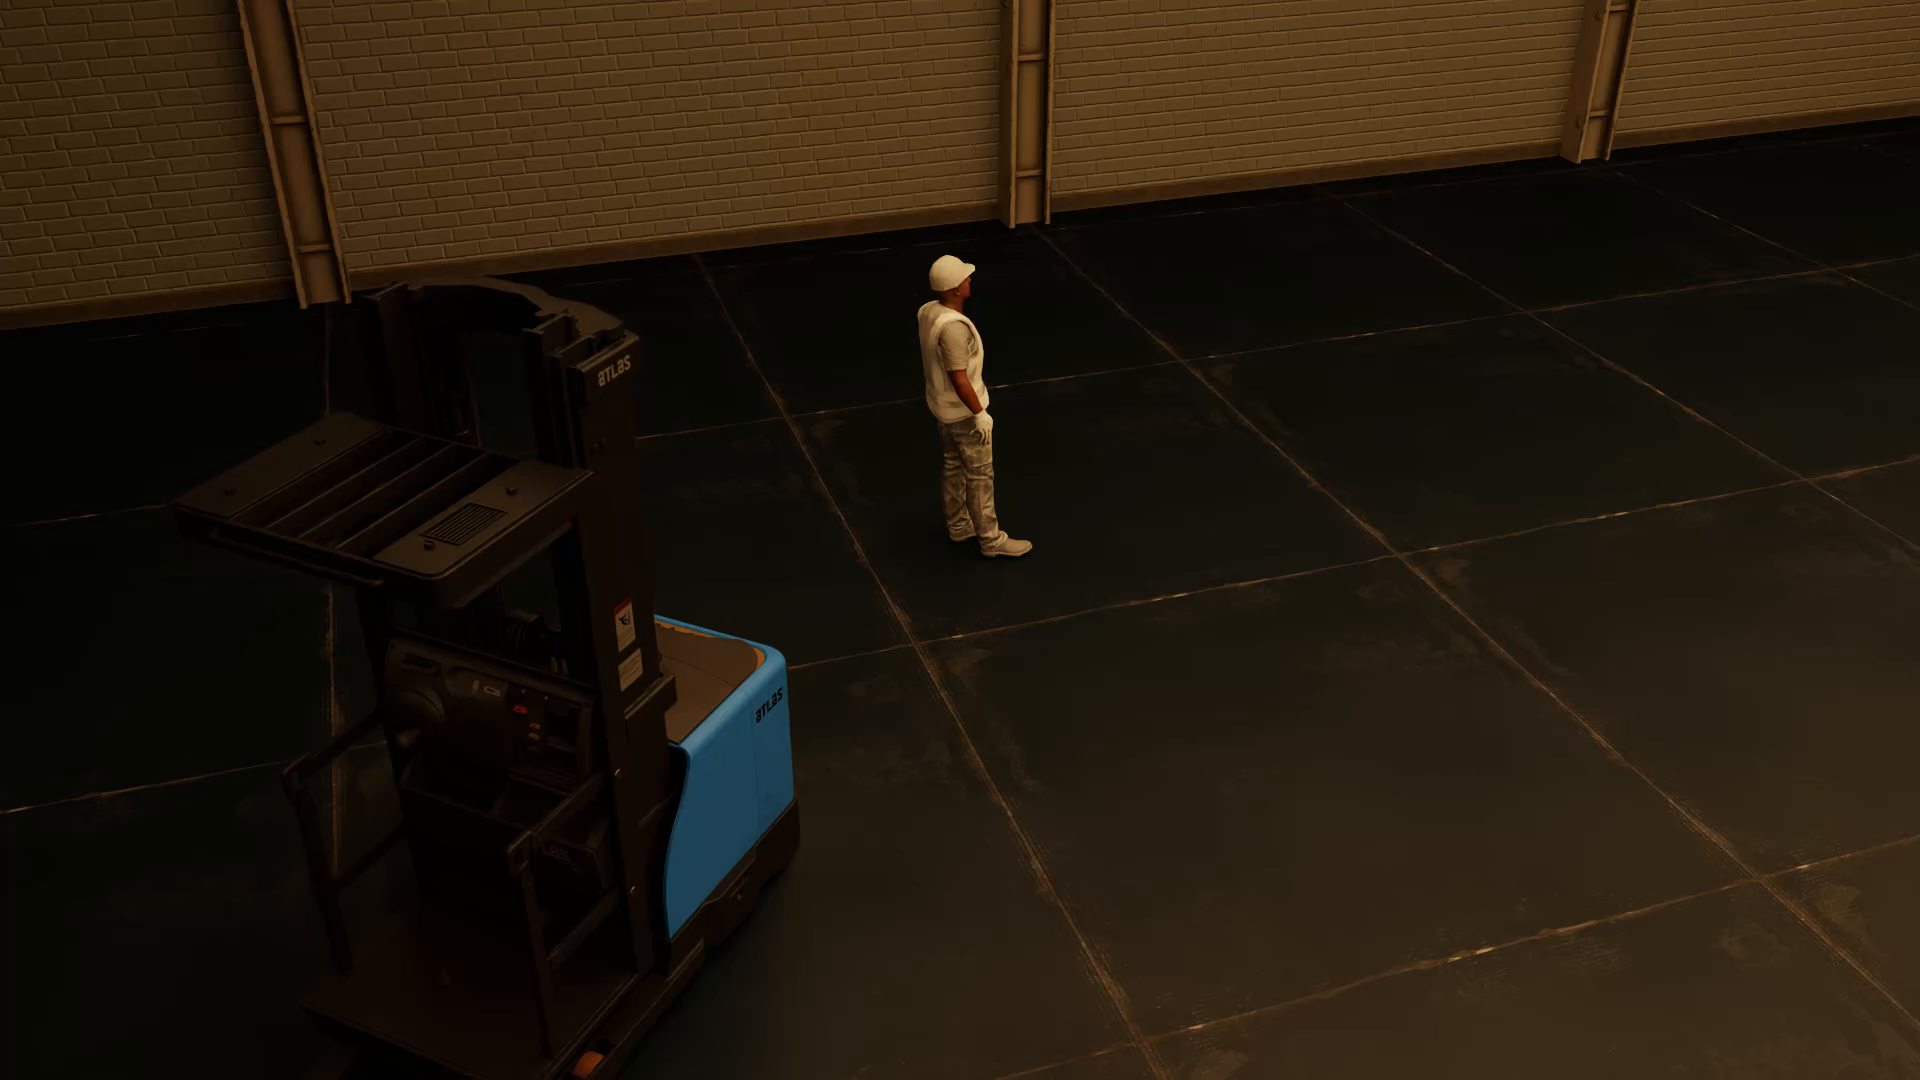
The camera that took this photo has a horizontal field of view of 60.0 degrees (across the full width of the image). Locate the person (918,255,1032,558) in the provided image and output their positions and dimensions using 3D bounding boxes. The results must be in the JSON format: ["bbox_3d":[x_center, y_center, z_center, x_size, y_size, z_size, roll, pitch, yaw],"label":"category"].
[{"bbox_3d":[0.071,-0.786,9.590,0.577,1.782,0.656,-10,31,-16],"label":"person"}]

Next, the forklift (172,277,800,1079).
[{"bbox_3d":[-1.814,0.686,5.894,1.130,2.935,3.031,13,33,22],"label":"forklift"}]
